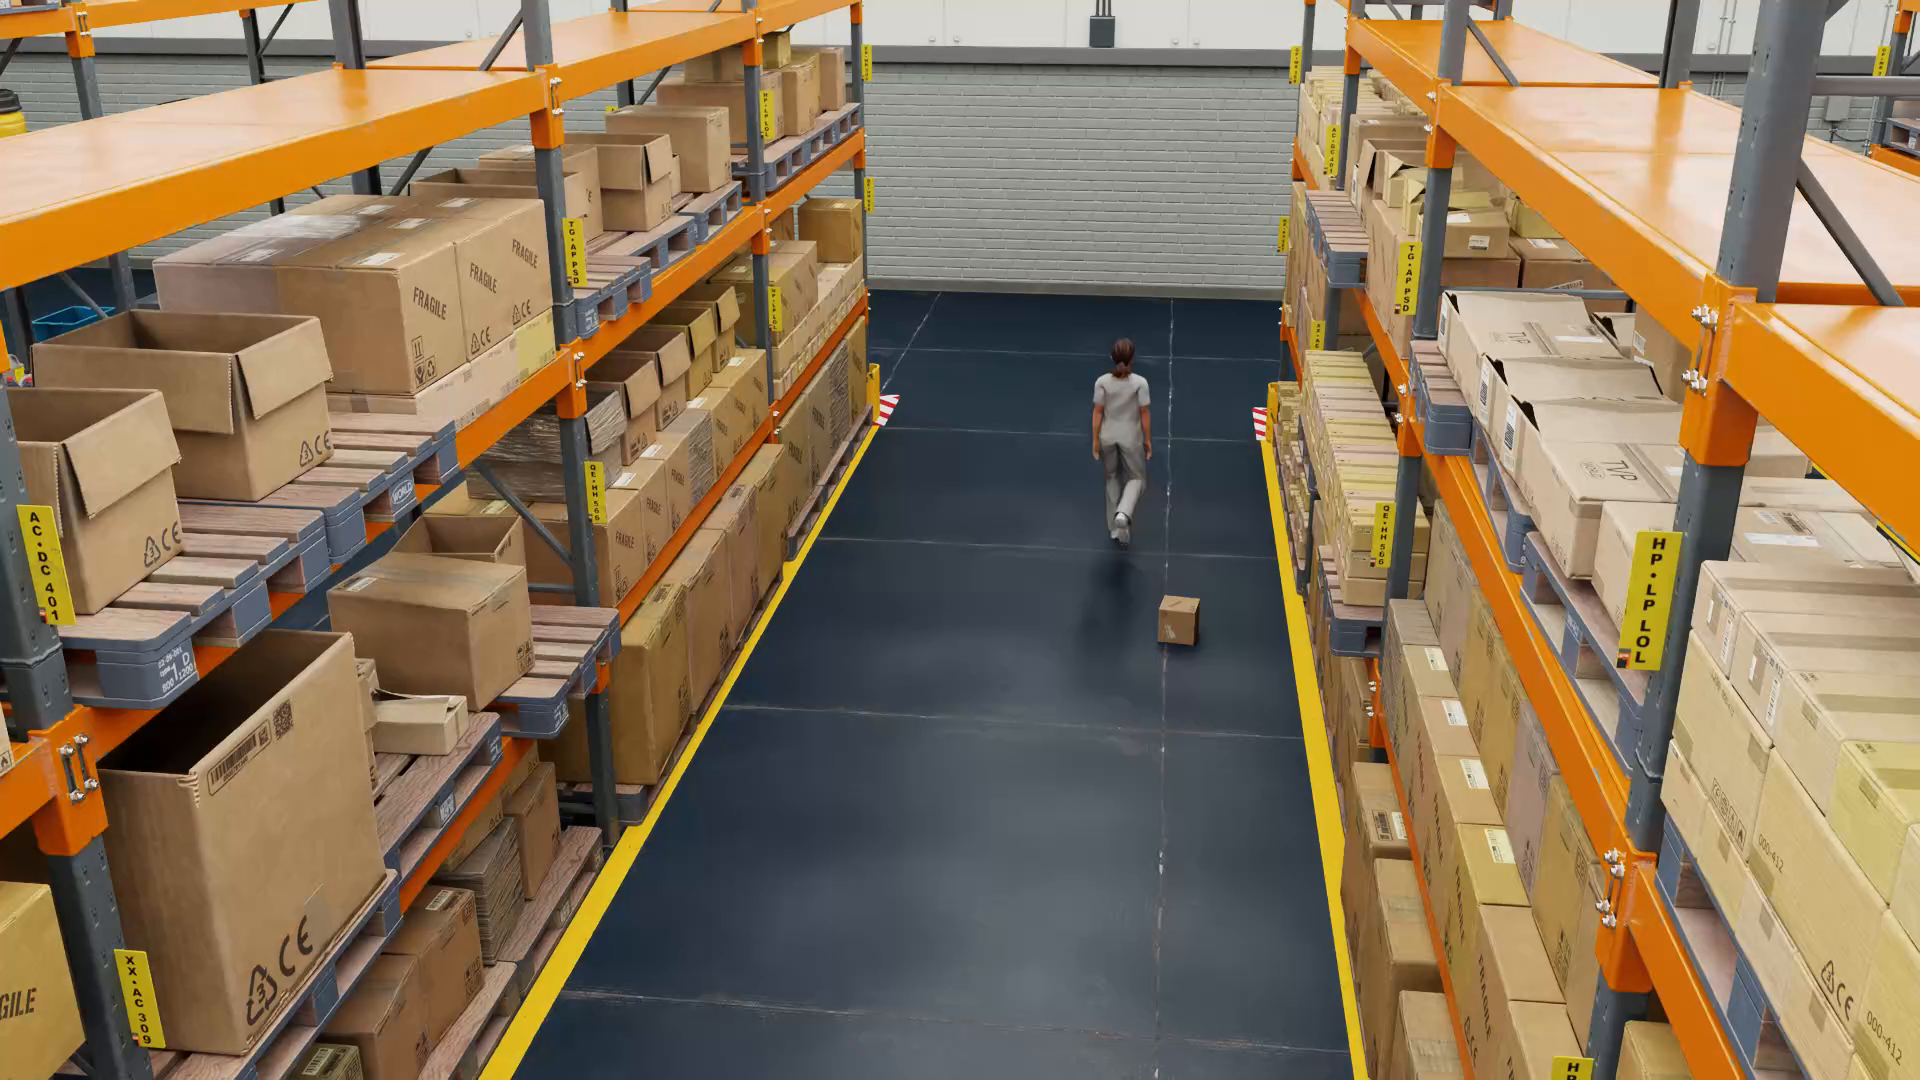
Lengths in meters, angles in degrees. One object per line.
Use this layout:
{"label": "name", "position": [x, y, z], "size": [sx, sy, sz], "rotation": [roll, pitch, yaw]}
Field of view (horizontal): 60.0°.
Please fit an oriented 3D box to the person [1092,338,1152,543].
{"label": "person", "position": [1.261, -0.752, 12.990], "size": [0.466, 1.633, 0.672], "rotation": [6, 22, 15]}
